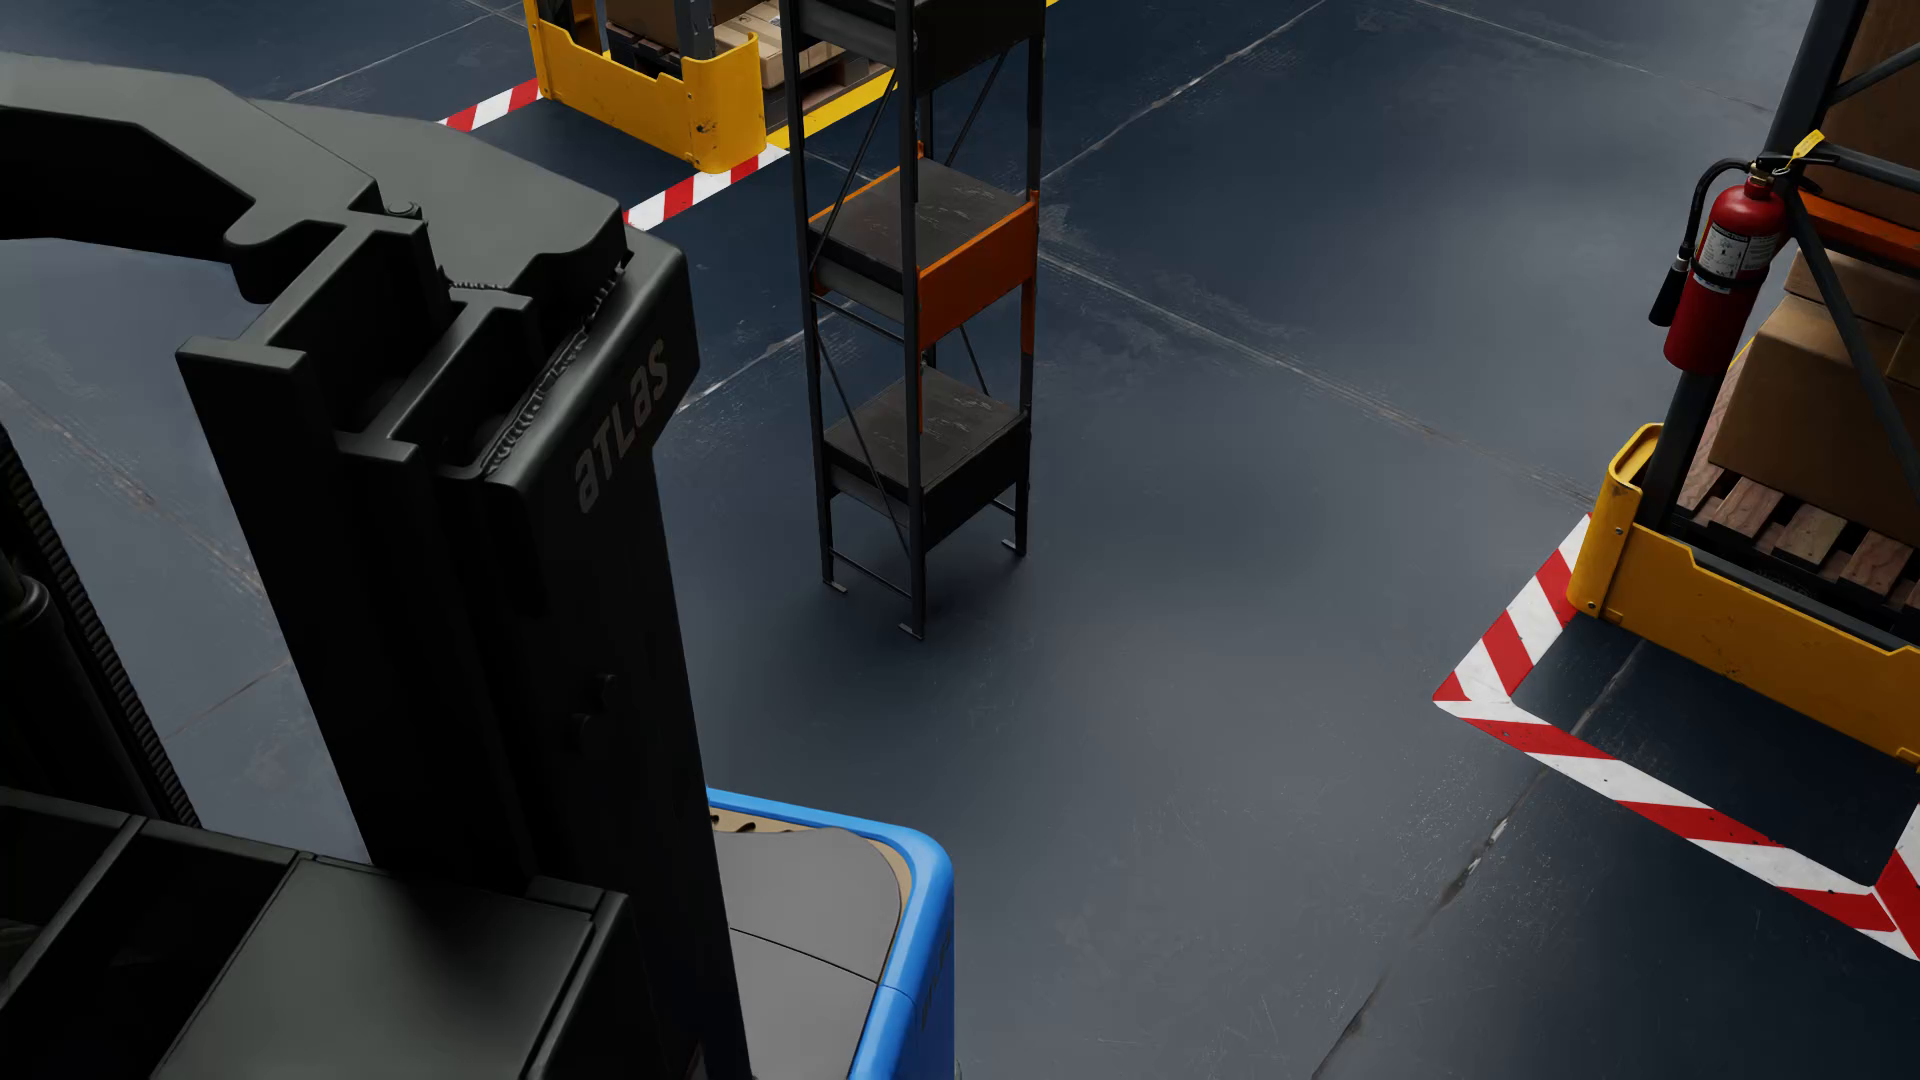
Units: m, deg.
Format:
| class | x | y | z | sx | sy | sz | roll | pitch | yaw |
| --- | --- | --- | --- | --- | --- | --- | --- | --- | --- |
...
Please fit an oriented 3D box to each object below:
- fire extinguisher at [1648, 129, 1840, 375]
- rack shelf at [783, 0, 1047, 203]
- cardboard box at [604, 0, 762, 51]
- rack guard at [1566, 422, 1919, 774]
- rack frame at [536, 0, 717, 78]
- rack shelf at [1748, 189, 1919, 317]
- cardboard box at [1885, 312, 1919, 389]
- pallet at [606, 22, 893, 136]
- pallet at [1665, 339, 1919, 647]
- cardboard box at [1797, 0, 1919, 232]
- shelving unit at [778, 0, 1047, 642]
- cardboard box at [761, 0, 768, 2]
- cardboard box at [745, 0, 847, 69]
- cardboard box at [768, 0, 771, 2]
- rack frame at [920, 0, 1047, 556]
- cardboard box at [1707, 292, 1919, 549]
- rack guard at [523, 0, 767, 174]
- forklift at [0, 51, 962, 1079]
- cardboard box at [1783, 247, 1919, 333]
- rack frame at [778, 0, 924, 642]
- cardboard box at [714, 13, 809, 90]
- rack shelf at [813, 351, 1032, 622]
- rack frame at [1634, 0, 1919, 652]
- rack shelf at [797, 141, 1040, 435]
| class | x | y | z | sx | sy | sz | roll | pitch | yaw |
| --- | --- | --- | --- | --- | --- | --- | --- | --- | --- |
| fire extinguisher | 1.940 | -0.730 | 4.158 | 0.296 | 0.674 | 0.183 | 29 | 50 | 28 |
| rack shelf | -0.107 | -1.199 | 3.988 | 0.431 | 0.518 | 0.480 | 29 | 50 | 28 |
| cardboard box | -1.242 | -2.542 | 7.347 | 0.500 | 0.500 | 0.500 | 29 | 50 | 28 |
| rack guard | 2.375 | 0.162 | 4.700 | 1.175 | 0.500 | 0.348 | 29 | 50 | 28 |
| rack frame | -1.404 | -2.918 | 6.229 | 1.000 | 3.000 | 0.127 | 29 | 50 | 28 |
| rack shelf | 3.678 | -1.538 | 5.247 | 1.077 | 0.370 | 4.000 | 29 | 50 | 28 |
| cardboard box | 2.837 | -0.498 | 4.632 | 0.380 | 0.149 | 0.250 | 30 | 50 | 29 |
| pallet | -0.842 | -2.336 | 7.662 | 1.003 | 0.211 | 1.213 | 29 | 50 | 28 |
| pallet | 2.845 | -0.189 | 5.301 | 1.003 | 0.211 | 1.213 | 29 | 50 | 28 |
| cardboard box | 2.711 | -1.153 | 4.065 | 0.980 | 0.700 | 0.700 | 32 | 51 | 30 |
| shelving unit | -0.107 | -0.692 | 4.450 | 0.431 | 2.100 | 0.503 | 29 | 50 | 28 |
| cardboard box | -0.913 | -2.588 | 7.646 | 0.380 | 0.166 | 0.250 | 29 | 50 | 28 |
| cardboard box | -0.710 | -2.228 | 7.249 | 0.380 | 0.166 | 0.250 | 29 | 50 | 28 |
| cardboard box | -0.515 | -2.478 | 7.462 | 0.500 | 0.250 | 0.500 | 29 | 50 | 28 |
| rack frame | 0.050 | -0.817 | 4.588 | 0.400 | 2.100 | 0.015 | 29 | 50 | 28 |
| cardboard box | 2.764 | -0.409 | 5.016 | 0.700 | 0.500 | 0.500 | 29 | 50 | 28 |
| rack guard | -1.355 | -2.032 | 7.113 | 1.175 | 0.500 | 0.348 | 29 | 50 | 28 |
| forklift | -0.849 | 1.139 | 1.819 | 1.130 | 2.935 | 3.031 | 9 | 43 | 10 |
| cardboard box | 2.707 | -0.794 | 4.957 | 0.380 | 0.149 | 0.250 | 29 | 50 | 28 |
| rack frame | -0.264 | -0.566 | 4.312 | 0.400 | 2.100 | 0.015 | 29 | 50 | 28 |
| cardboard box | -0.871 | -2.092 | 7.114 | 0.380 | 0.149 | 0.250 | 29 | 50 | 28 |
| rack shelf | -0.107 | -0.164 | 4.930 | 0.431 | 0.518 | 0.480 | 29 | 50 | 28 |
| rack frame | 2.390 | -0.775 | 3.872 | 1.000 | 3.000 | 0.127 | 29 | 50 | 28 |
| rack shelf | -0.107 | -0.682 | 4.459 | 0.431 | 0.518 | 0.480 | 29 | 50 | 28 |
